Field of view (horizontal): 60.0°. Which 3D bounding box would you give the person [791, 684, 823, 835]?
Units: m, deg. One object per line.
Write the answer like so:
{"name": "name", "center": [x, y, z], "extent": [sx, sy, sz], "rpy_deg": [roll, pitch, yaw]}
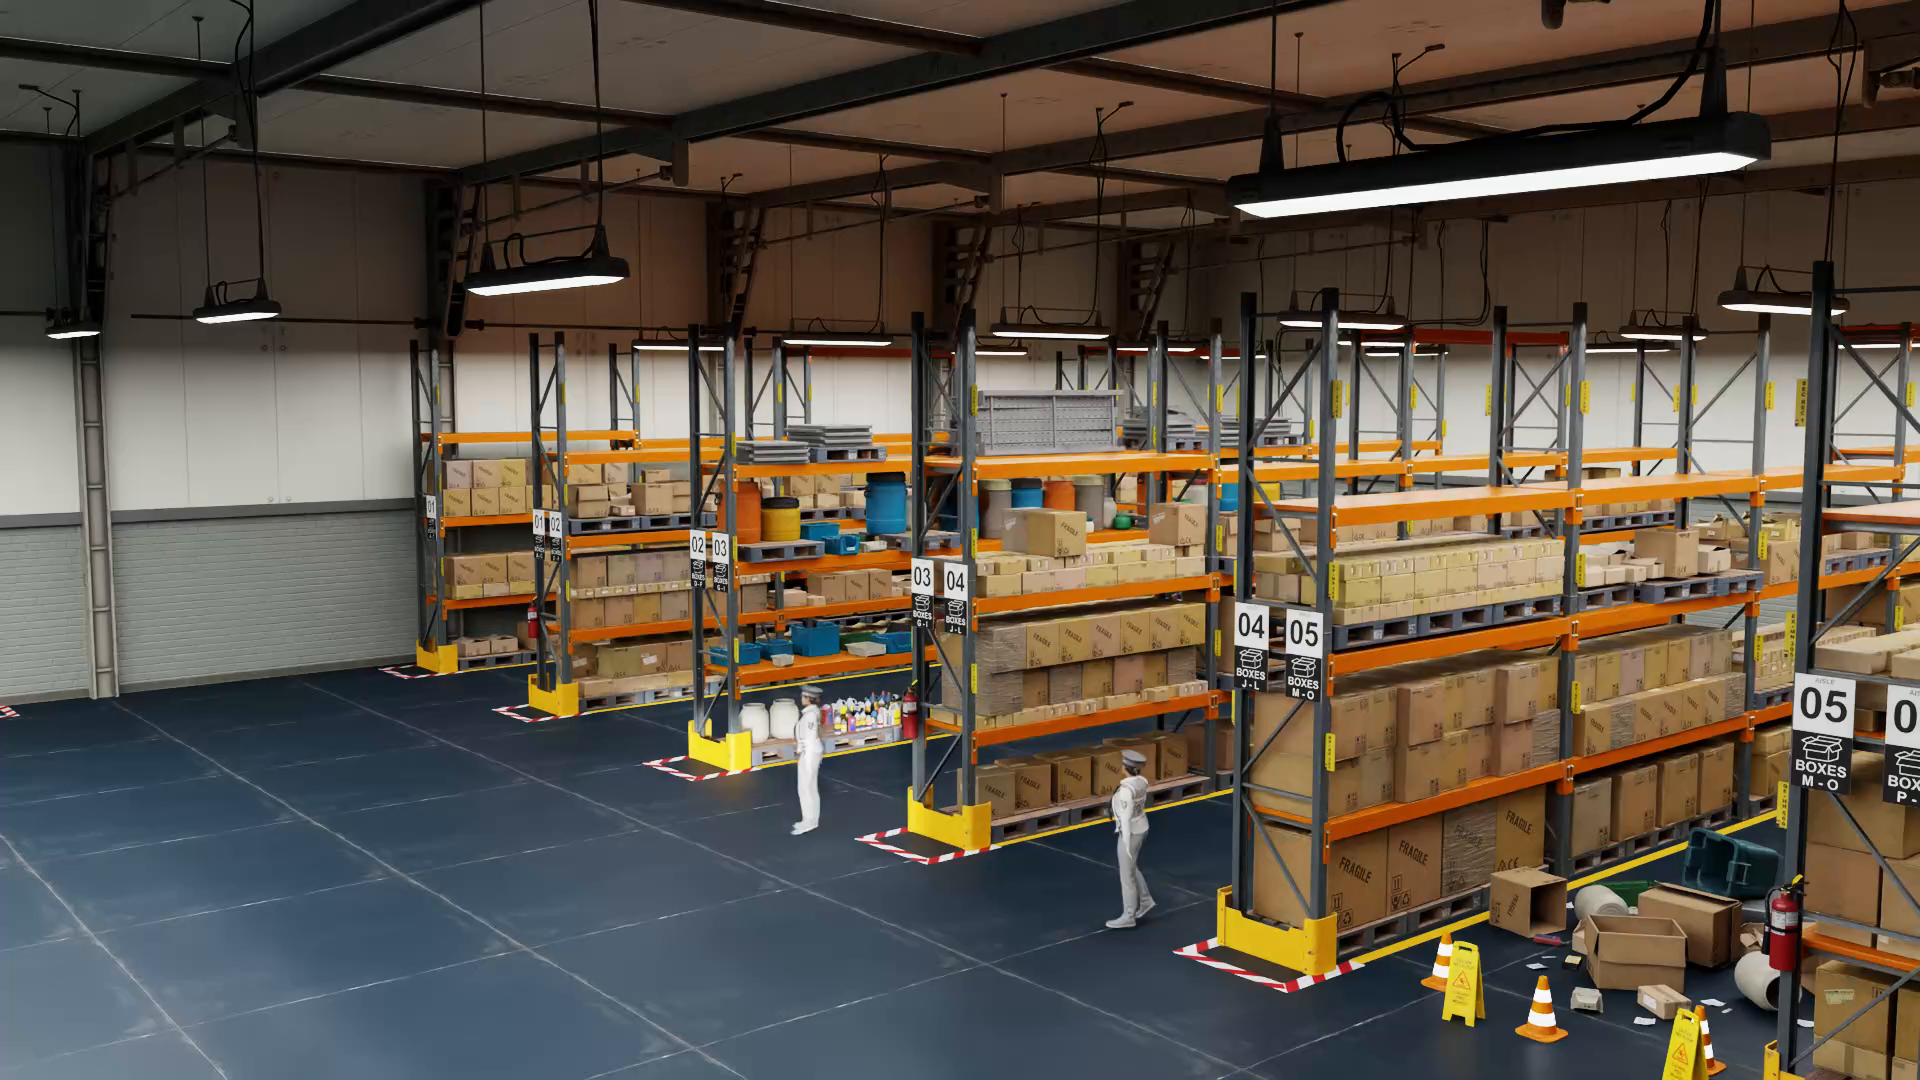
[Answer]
{"name": "person", "center": [-1.778, 2.550, 19.388], "extent": [0.350, 1.724, 0.538], "rpy_deg": [0, 5, 3]}

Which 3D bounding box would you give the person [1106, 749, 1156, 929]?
{"name": "person", "center": [1.646, 2.859, 15.931], "extent": [0.402, 1.686, 0.495], "rpy_deg": [2, 6, 23]}
